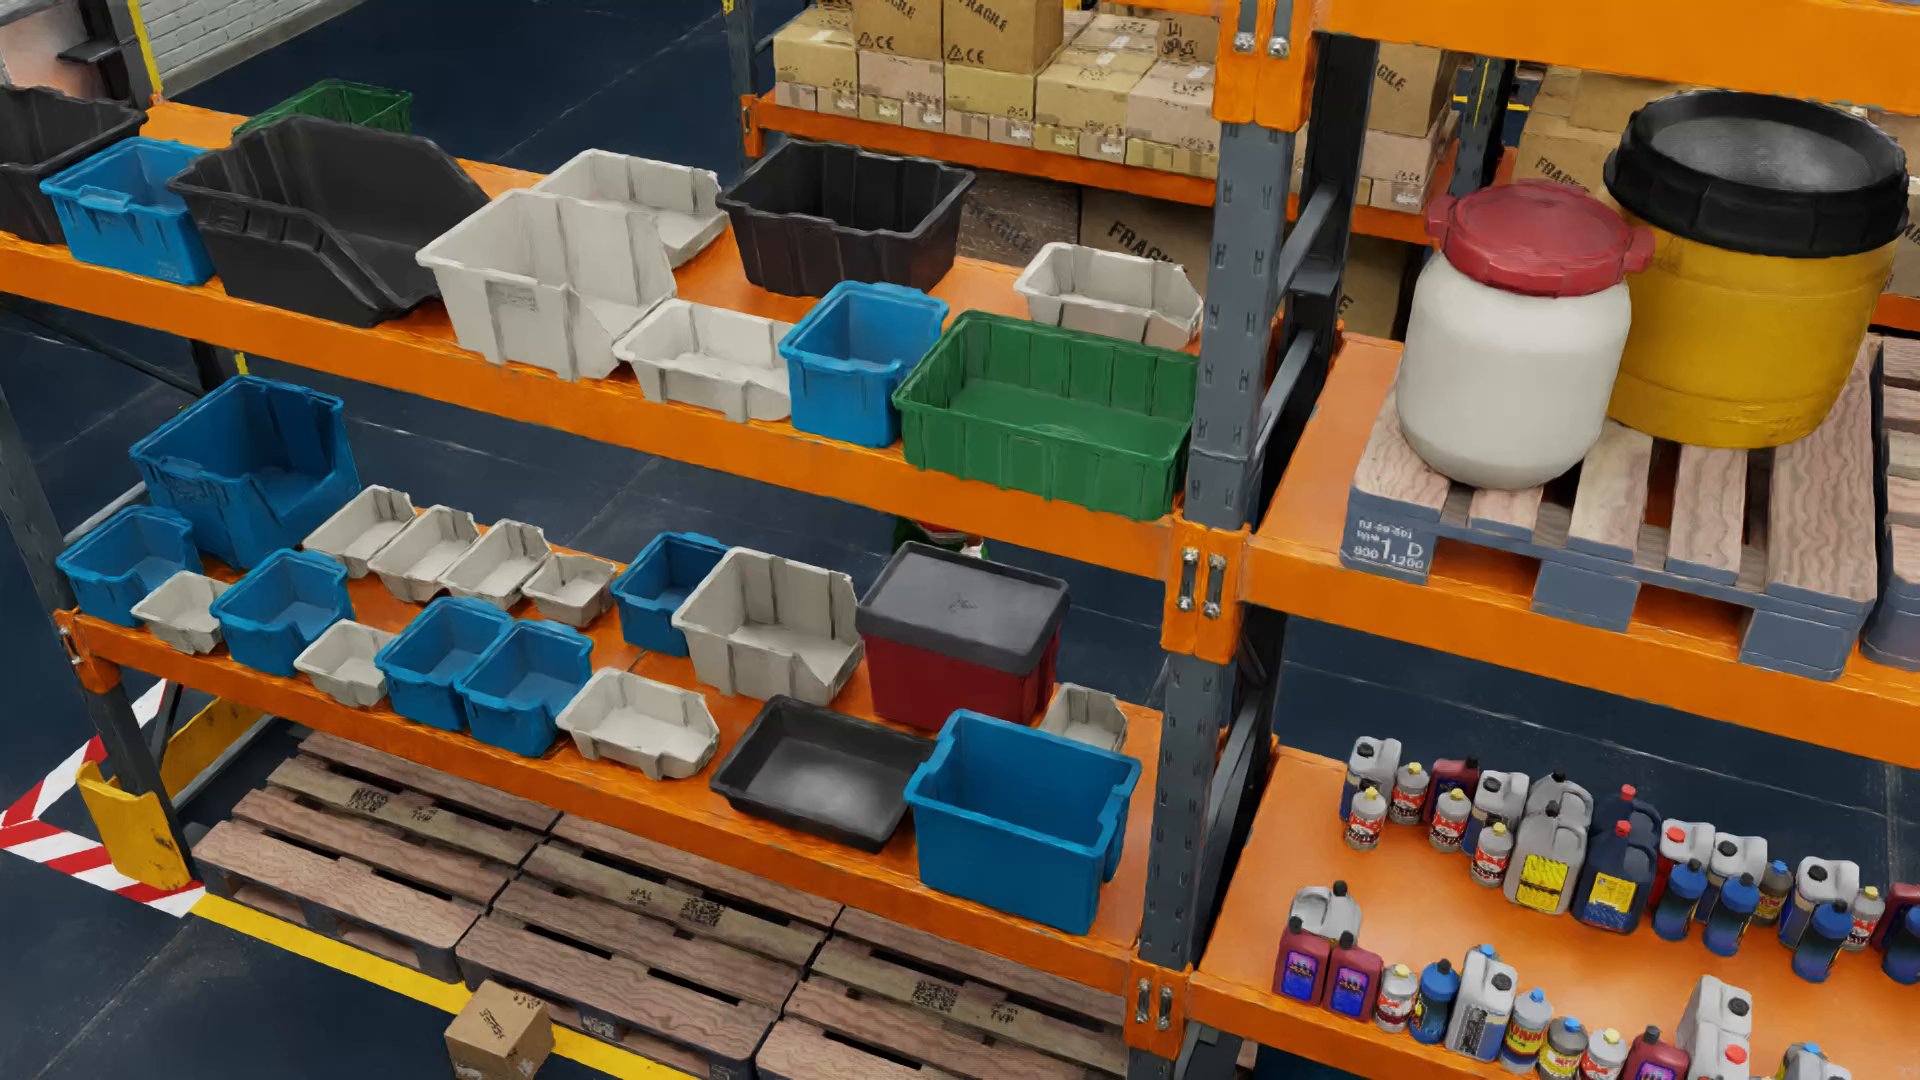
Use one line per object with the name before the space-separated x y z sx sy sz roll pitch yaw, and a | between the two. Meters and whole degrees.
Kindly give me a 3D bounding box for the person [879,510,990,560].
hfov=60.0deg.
person | -0.141 -0.068 6.847 0.569 1.786 0.663 -27 45 -31
